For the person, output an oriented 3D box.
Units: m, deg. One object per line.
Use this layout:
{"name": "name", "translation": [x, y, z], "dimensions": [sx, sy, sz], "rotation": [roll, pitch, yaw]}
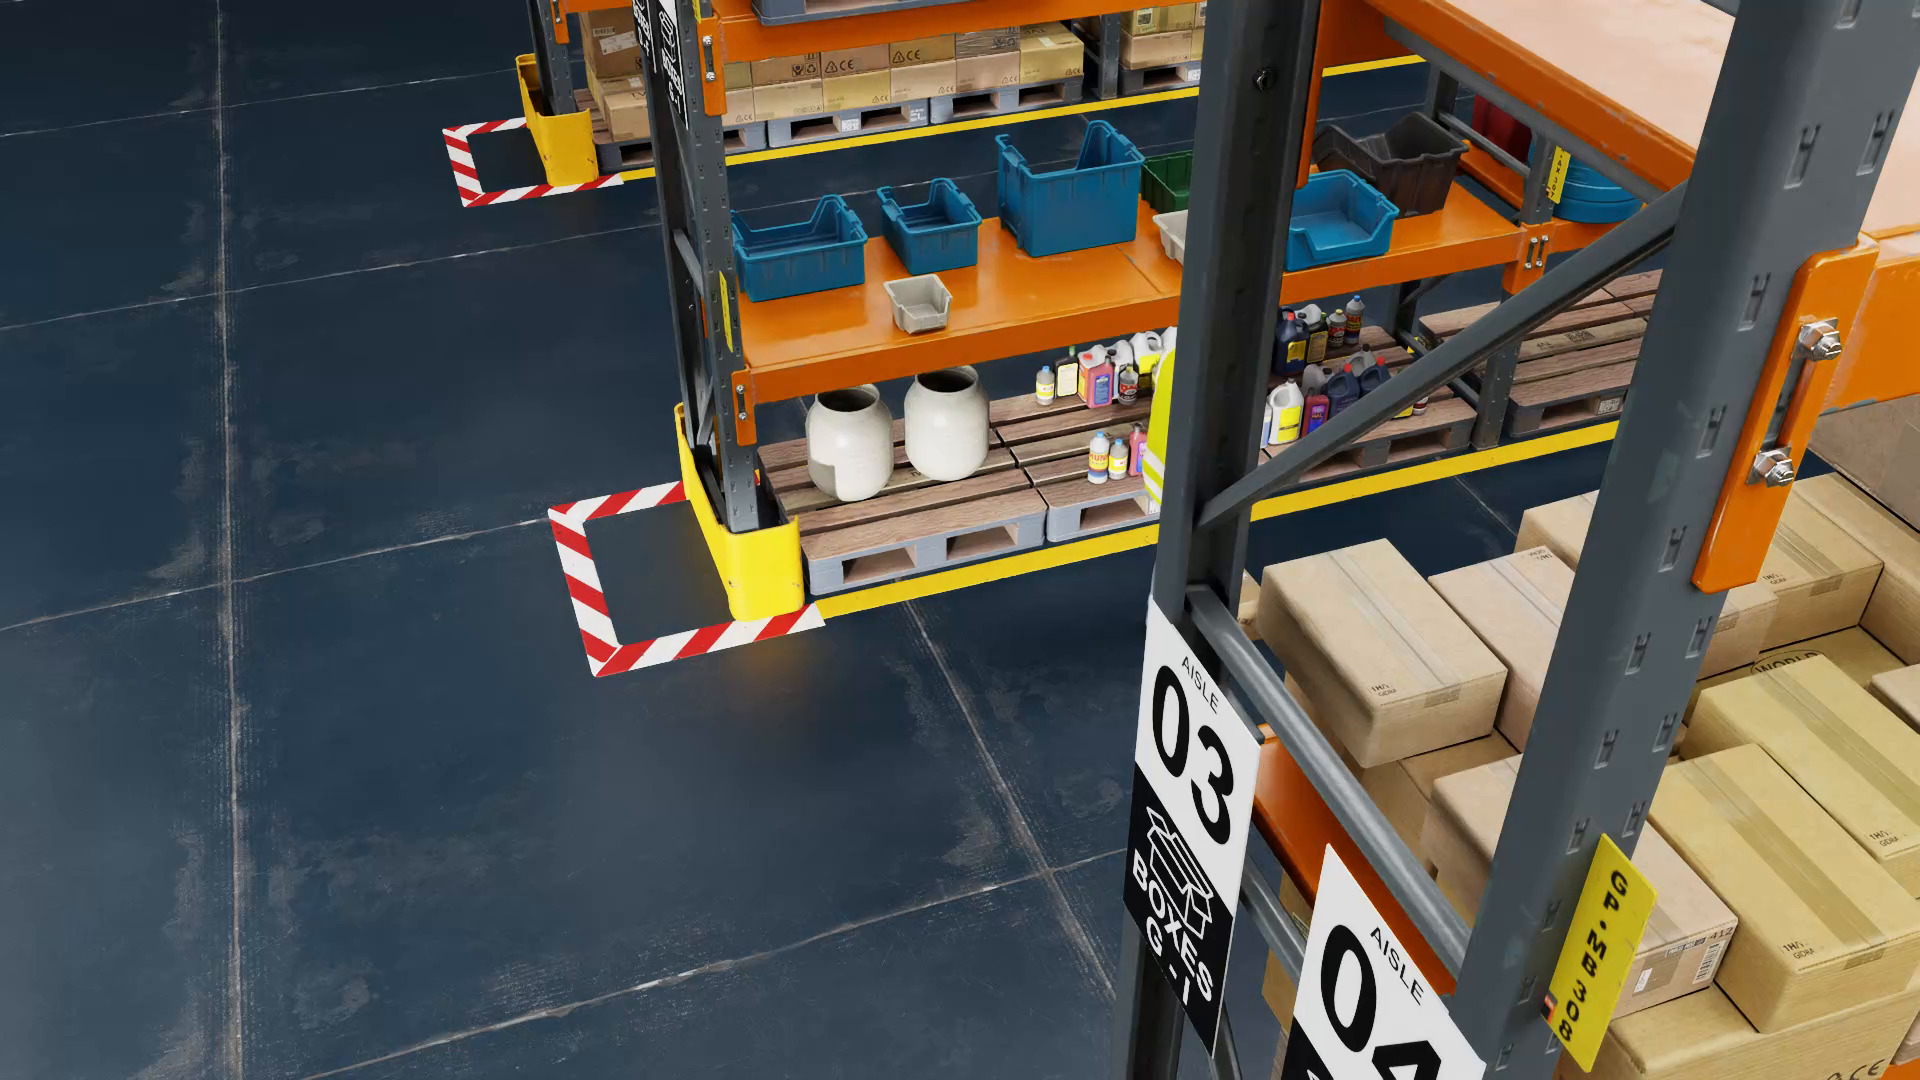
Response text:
{"name": "person", "translation": [1.020, -0.232, 7.072], "dimensions": [0.460, 1.760, 0.634], "rotation": [-15, 40, -18]}
